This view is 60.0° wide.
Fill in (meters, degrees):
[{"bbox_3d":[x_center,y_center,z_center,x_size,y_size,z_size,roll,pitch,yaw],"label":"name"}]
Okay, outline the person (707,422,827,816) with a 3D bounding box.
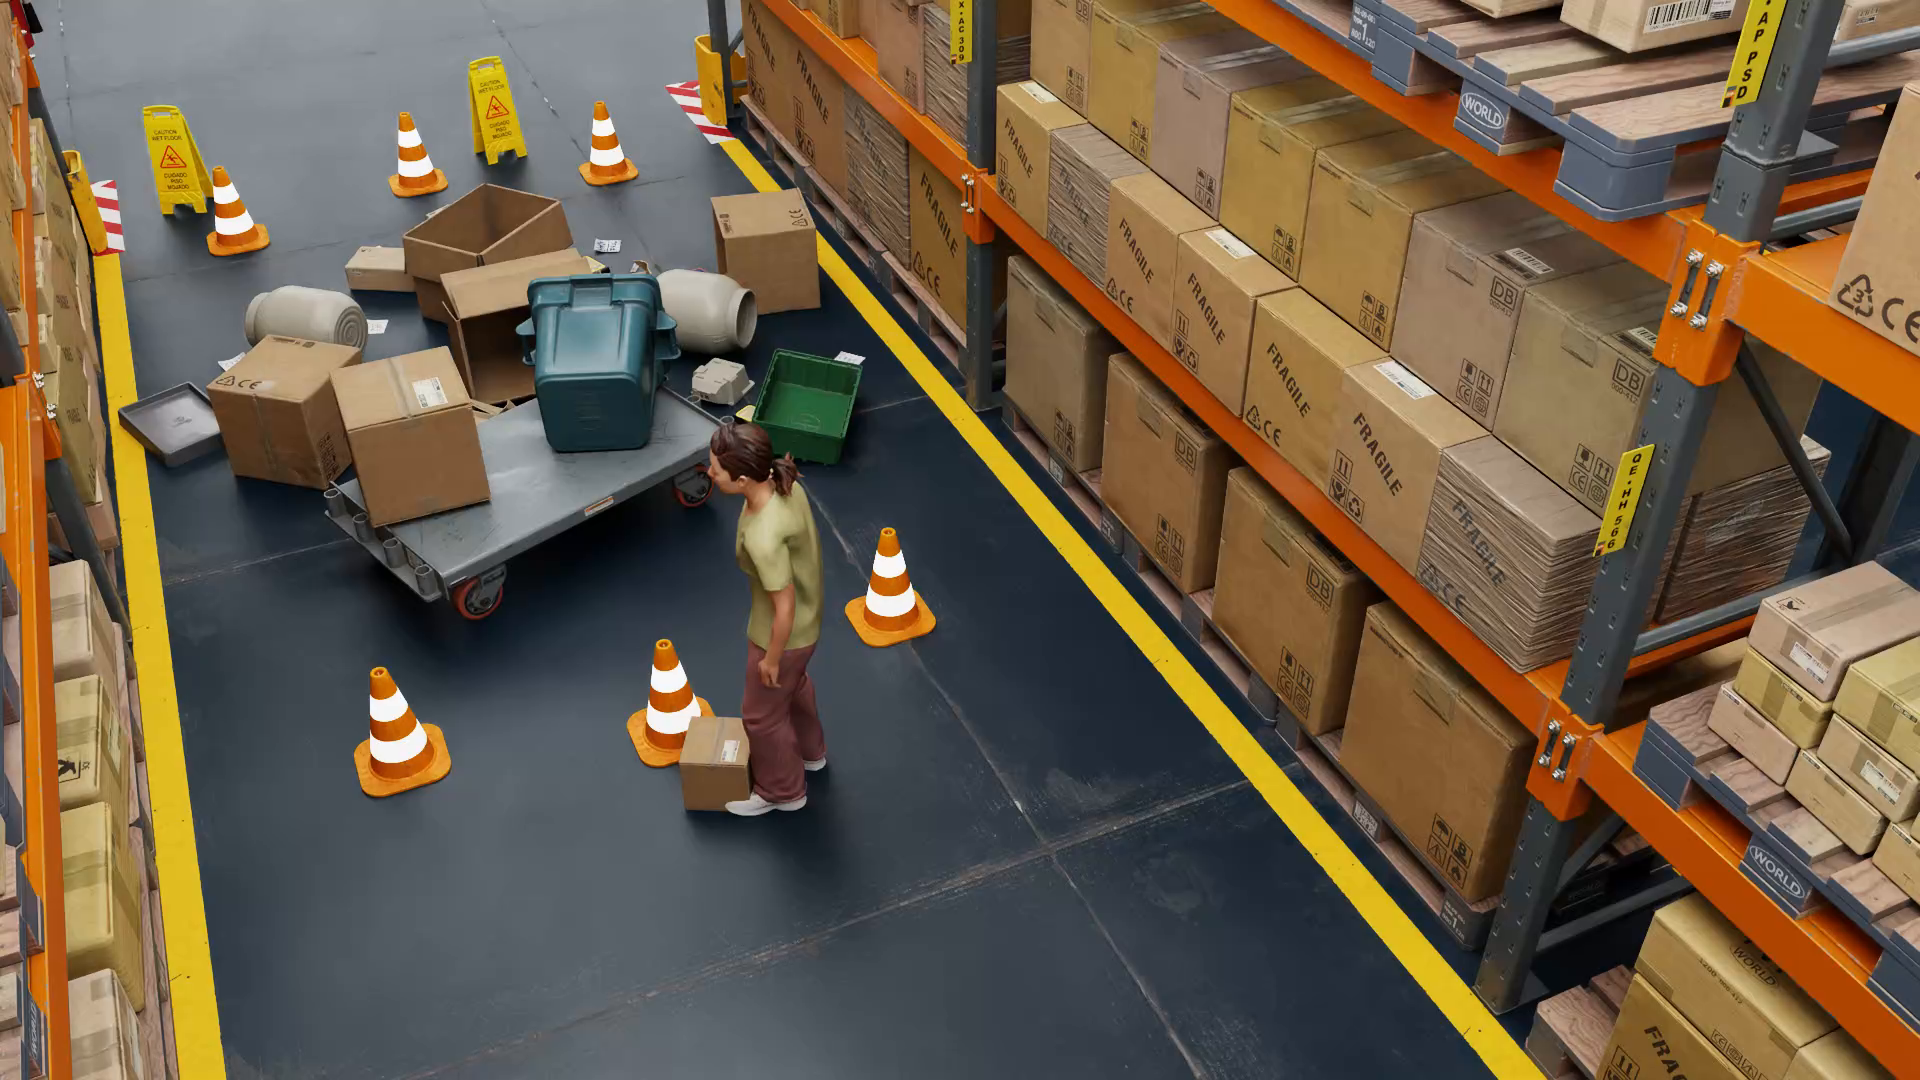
[{"bbox_3d":[-0.673,0.288,5.776,0.416,1.671,0.520,0,37,0],"label":"person"}]
